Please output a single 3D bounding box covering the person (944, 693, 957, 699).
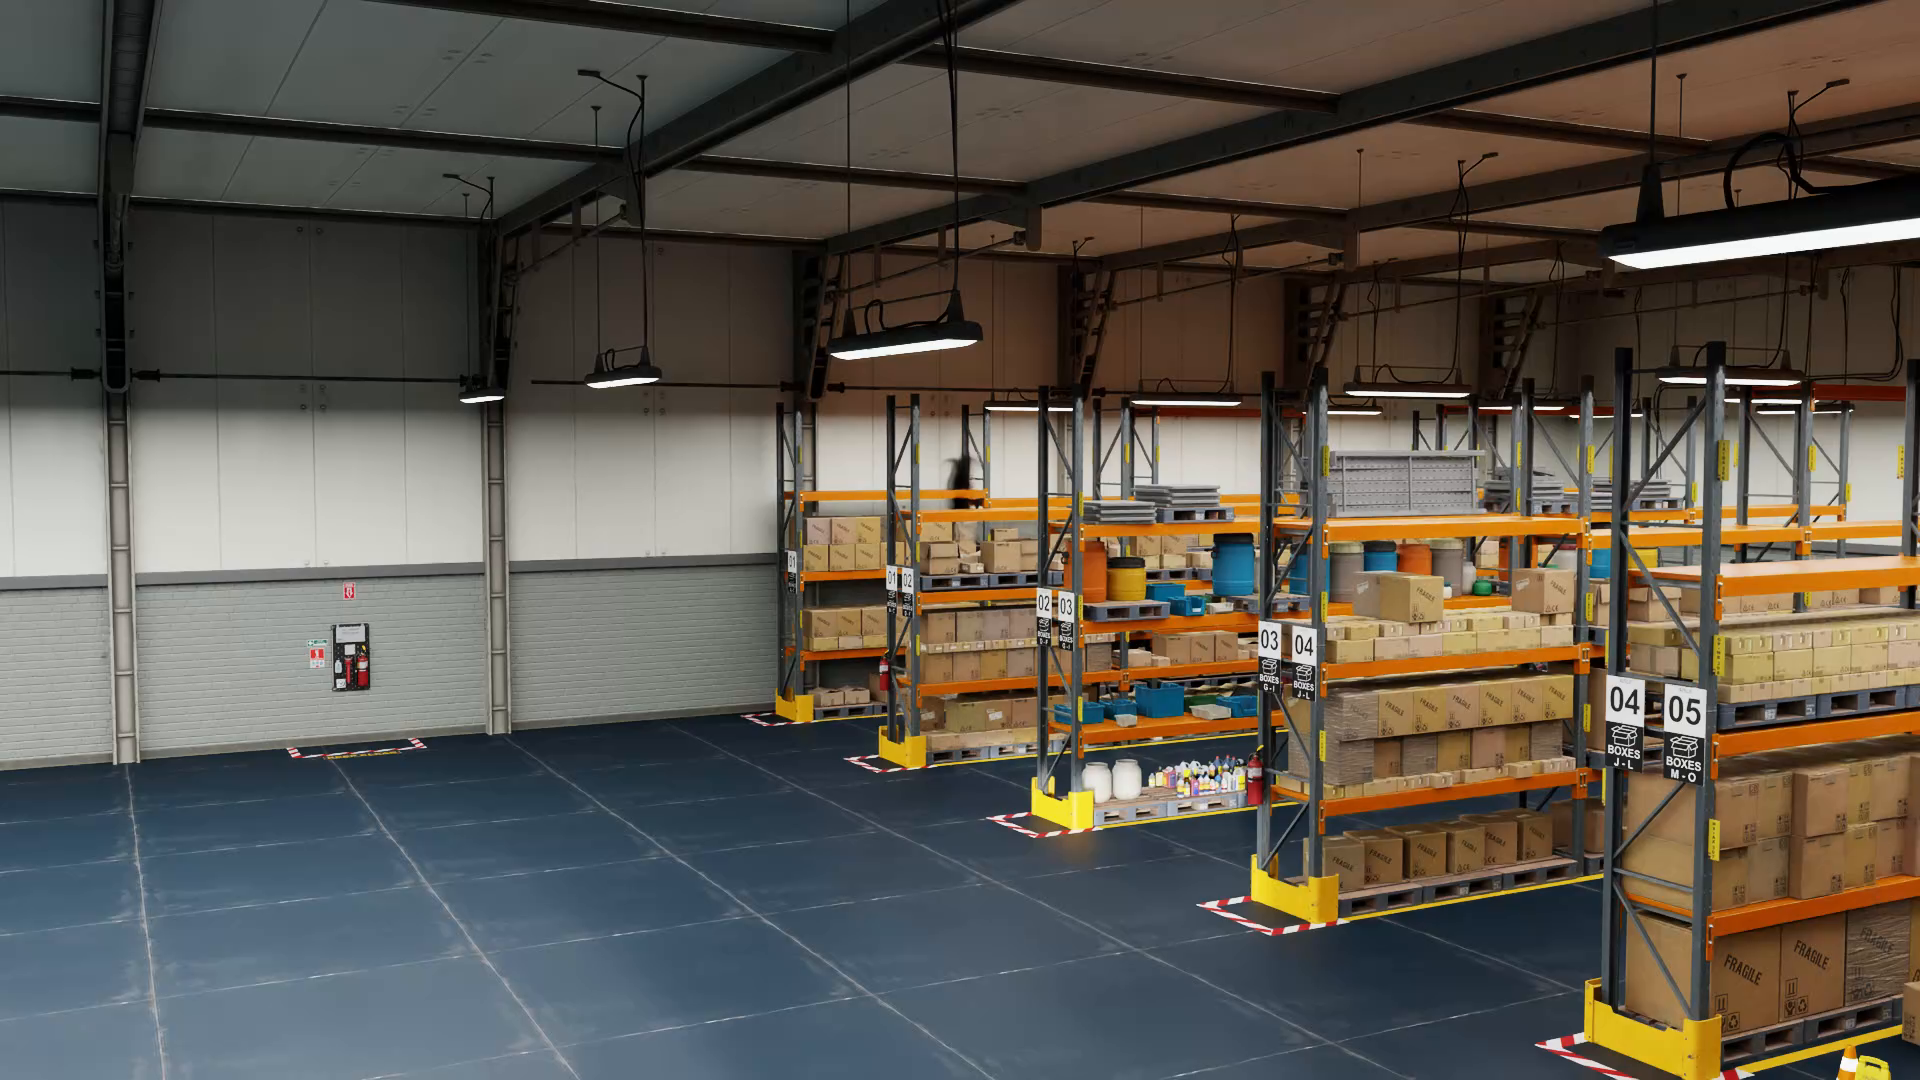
[{"bbox_3d":[-0.221,2.574,30.594,0.566,1.745,0.870,1,3,16],"label":"person"}]

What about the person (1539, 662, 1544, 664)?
[{"bbox_3d":[12.949,2.286,37.184,0.555,1.474,1.159,0,3,-7],"label":"person"}]
